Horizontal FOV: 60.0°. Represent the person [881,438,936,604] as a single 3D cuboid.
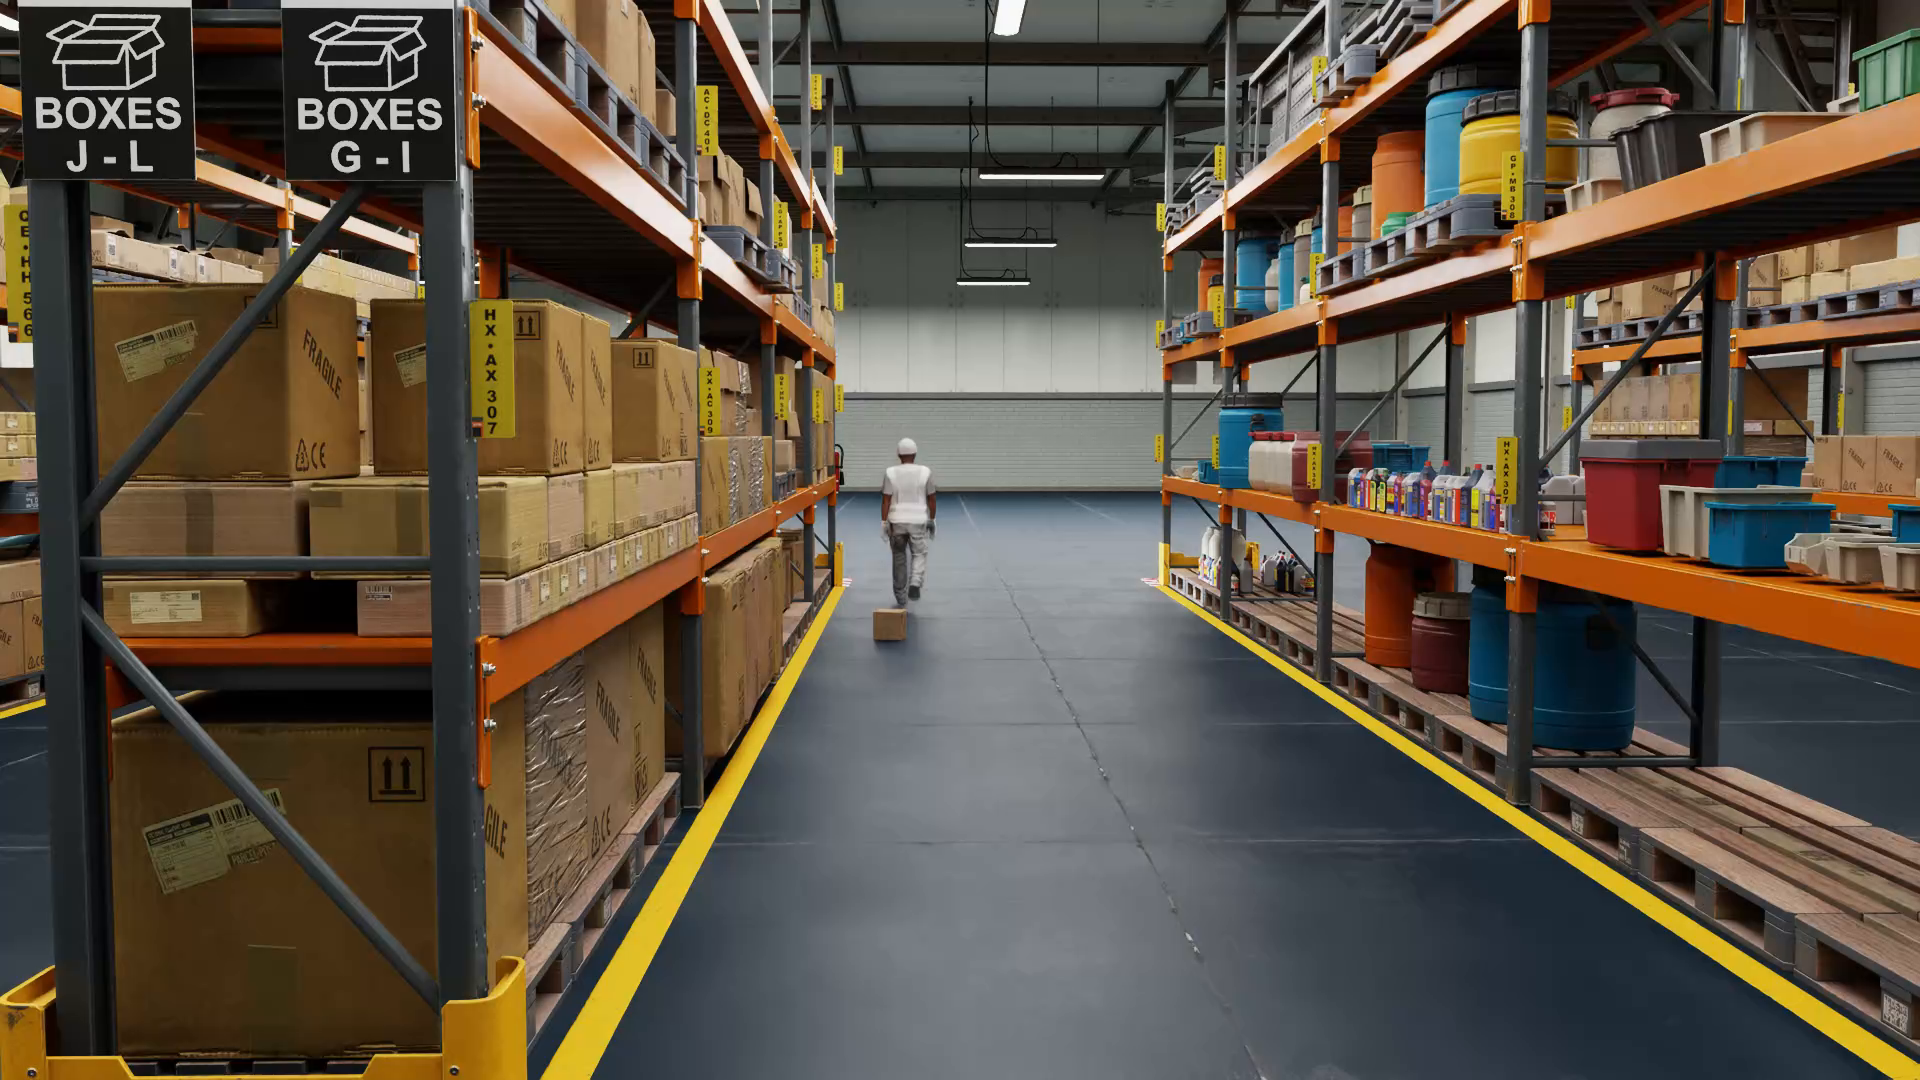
[{"bbox_3d":[-0.538,-0.188,17.401,0.576,1.751,0.937,0,4,1],"label":"person"}]
